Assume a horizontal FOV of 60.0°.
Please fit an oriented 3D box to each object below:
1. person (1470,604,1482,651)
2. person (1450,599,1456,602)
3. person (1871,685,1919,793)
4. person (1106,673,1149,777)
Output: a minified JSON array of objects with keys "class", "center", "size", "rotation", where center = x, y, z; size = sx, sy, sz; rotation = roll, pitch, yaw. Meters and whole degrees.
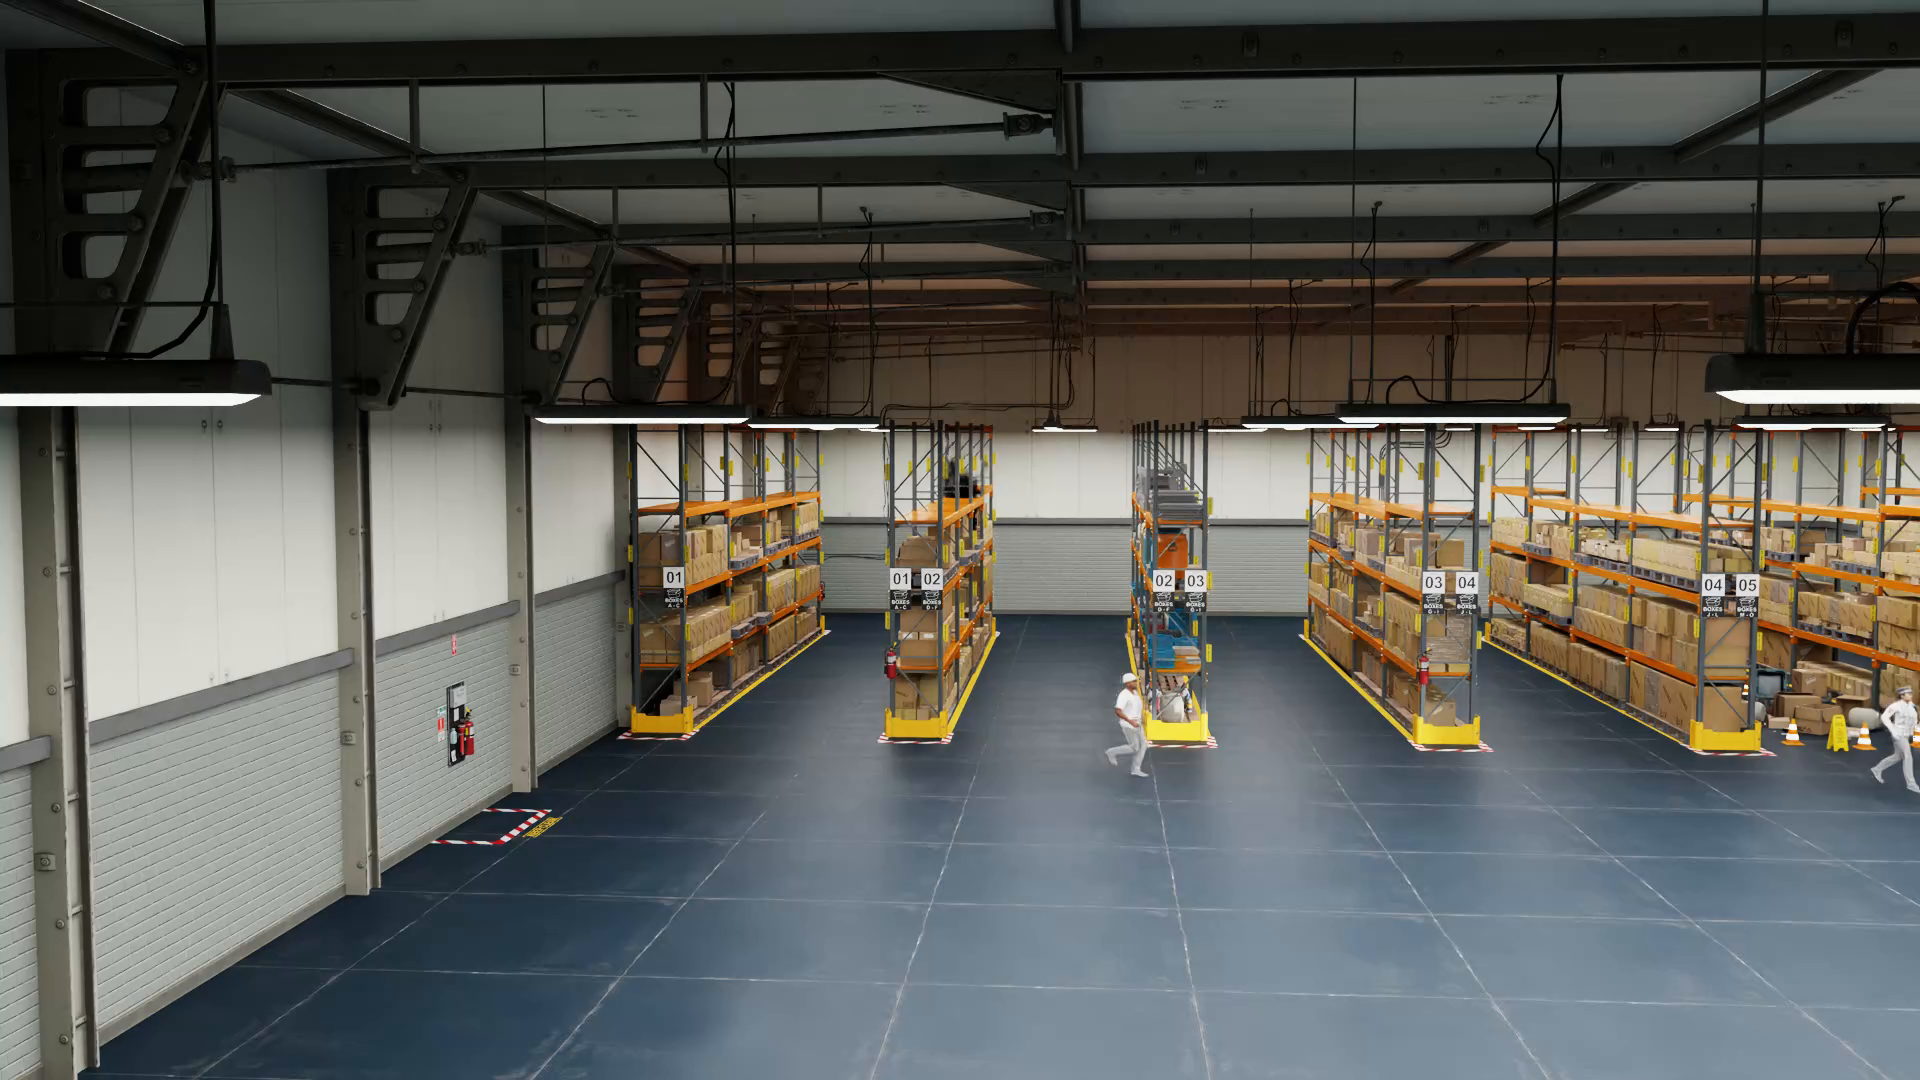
[{"class":"person","center":[13.271,2.186,43.193],"size":[0.564,1.623,0.565],"rotation":[1,4,8]},{"class":"person","center":[13.368,1.977,45.080],"size":[0.659,1.823,0.833],"rotation":[1,4,10]},{"class":"person","center":[15.149,3.153,26.768],"size":[0.611,1.691,0.881],"rotation":[-2,4,-34]},{"class":"person","center":[2.836,3.100,27.947],"size":[0.739,1.739,0.707],"rotation":[2,4,29]}]
